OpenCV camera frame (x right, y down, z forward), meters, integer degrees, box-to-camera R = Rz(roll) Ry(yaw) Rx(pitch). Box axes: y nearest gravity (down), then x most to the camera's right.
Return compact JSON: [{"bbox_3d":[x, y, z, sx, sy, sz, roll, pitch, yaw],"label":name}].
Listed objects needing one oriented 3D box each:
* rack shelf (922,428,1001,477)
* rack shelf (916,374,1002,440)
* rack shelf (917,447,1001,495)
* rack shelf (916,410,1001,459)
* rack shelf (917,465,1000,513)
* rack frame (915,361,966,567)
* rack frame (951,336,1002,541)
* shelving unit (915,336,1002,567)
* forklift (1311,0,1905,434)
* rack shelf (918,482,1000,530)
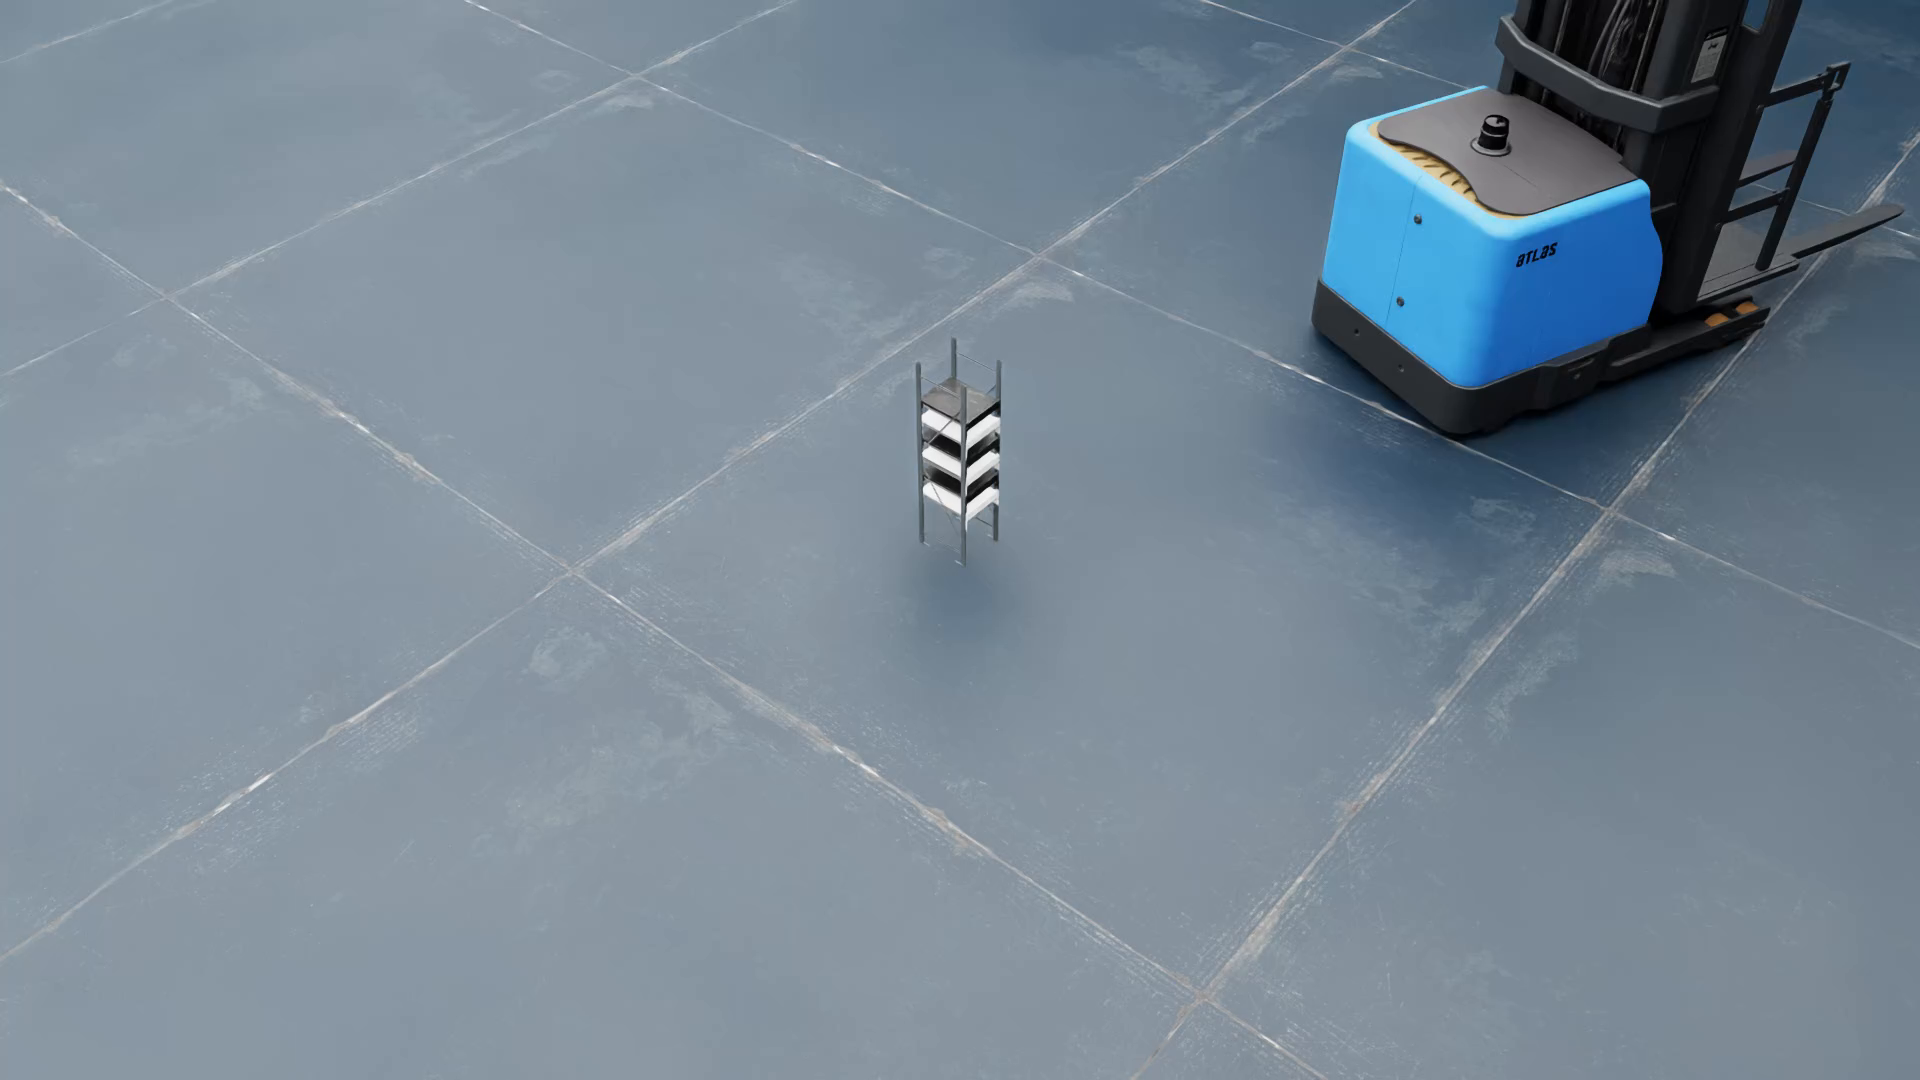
[{"bbox_3d":[-0.005,-0.371,6.405,0.258,0.077,0.200,29,50,28],"label":"rack shelf"},{"bbox_3d":[-0.005,-0.504,6.283,0.258,0.077,0.200,29,50,28],"label":"rack shelf"},{"bbox_3d":[-0.005,-0.304,6.465,0.258,0.077,0.200,29,50,28],"label":"rack shelf"},{"bbox_3d":[-0.005,-0.437,6.344,0.258,0.077,0.200,29,50,28],"label":"rack shelf"},{"bbox_3d":[-0.005,-0.238,6.526,0.258,0.077,0.200,29,50,28],"label":"rack shelf"},{"bbox_3d":[-0.071,-0.276,6.385,0.240,0.900,0.006,29,50,28],"label":"rack frame"},{"bbox_3d":[0.060,-0.381,6.500,0.240,0.900,0.006,29,50,28],"label":"rack frame"},{"bbox_3d":[-0.005,-0.329,6.443,0.258,0.900,0.210,29,50,28],"label":"shelving unit"},{"bbox_3d":[3.182,-2.260,7.057,3.031,2.935,1.130,-20,46,-21],"label":"forklift"},{"bbox_3d":[-0.005,-0.171,6.586,0.258,0.077,0.200,29,50,28],"label":"rack shelf"}]
